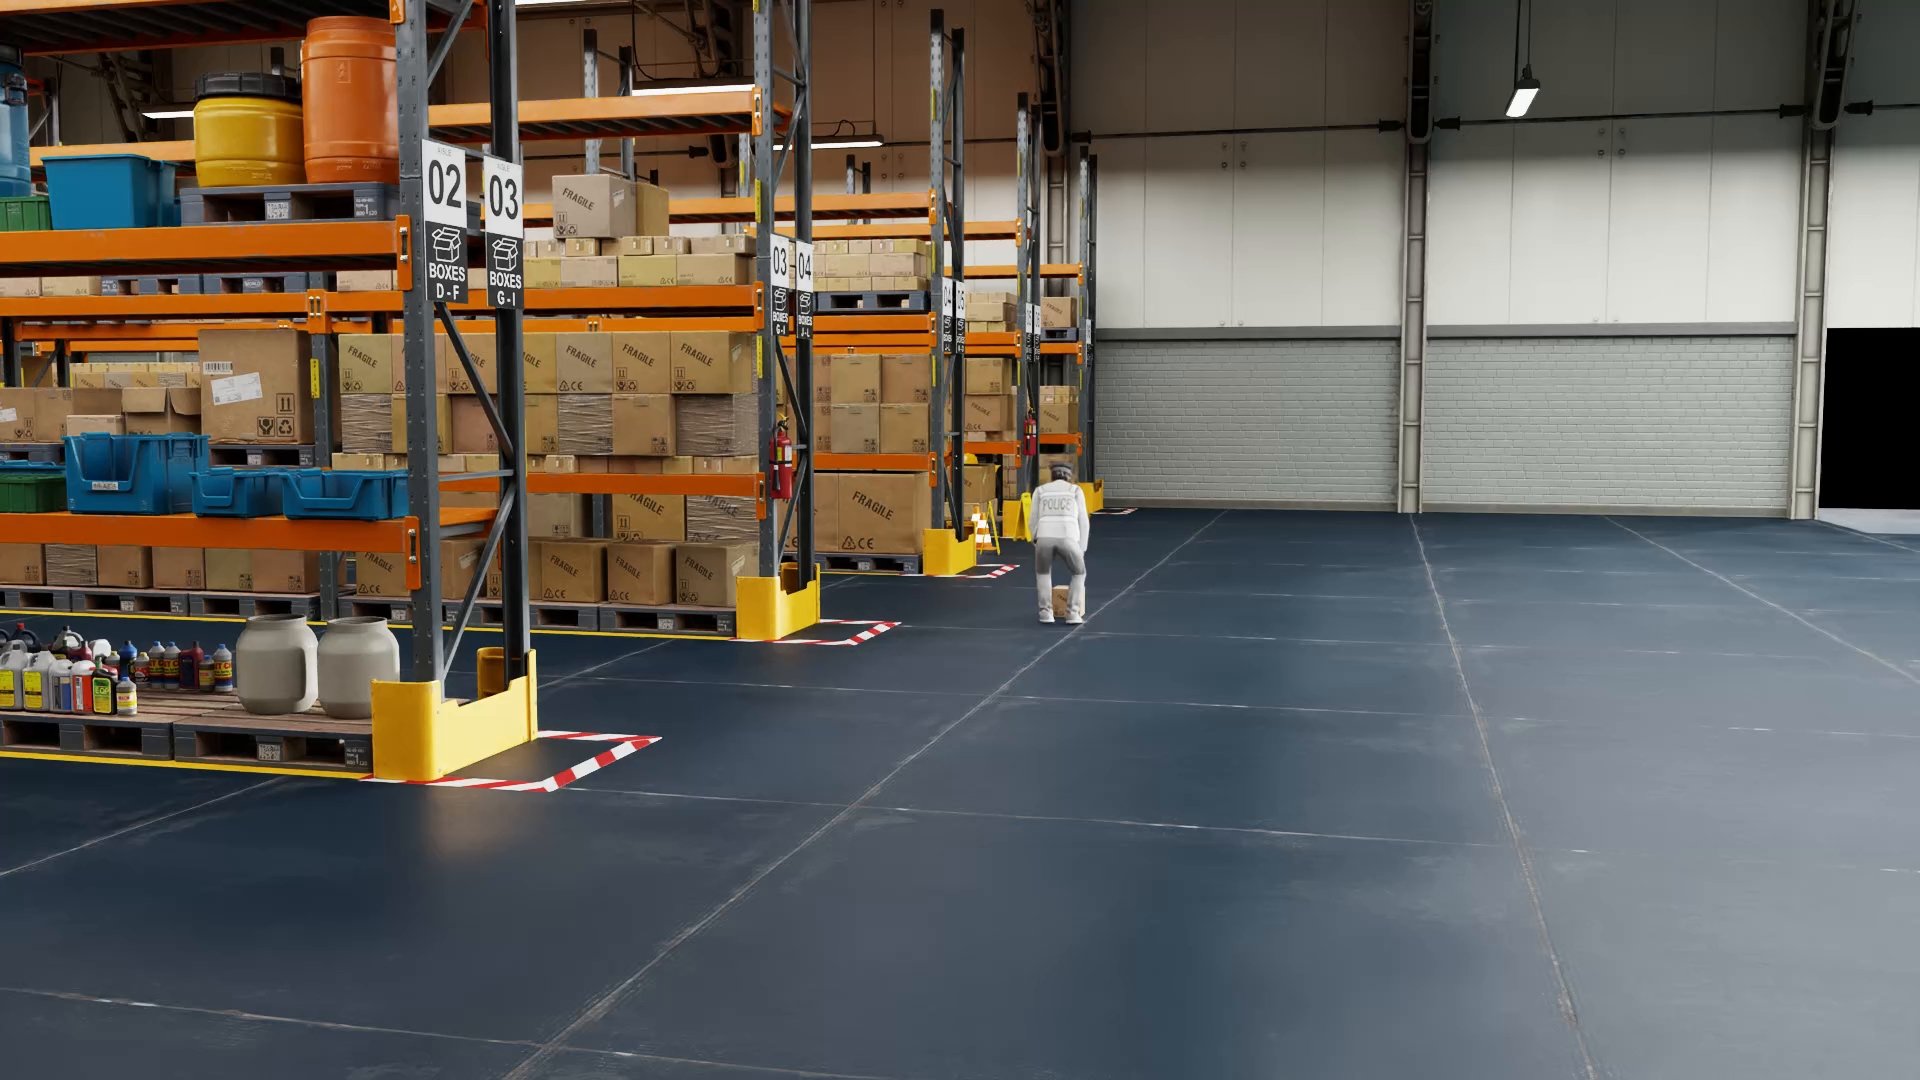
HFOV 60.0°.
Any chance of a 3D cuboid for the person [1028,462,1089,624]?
[{"bbox_3d":[0.832,0.023,14.241,0.535,1.375,0.709,1,5,14],"label":"person"}]
